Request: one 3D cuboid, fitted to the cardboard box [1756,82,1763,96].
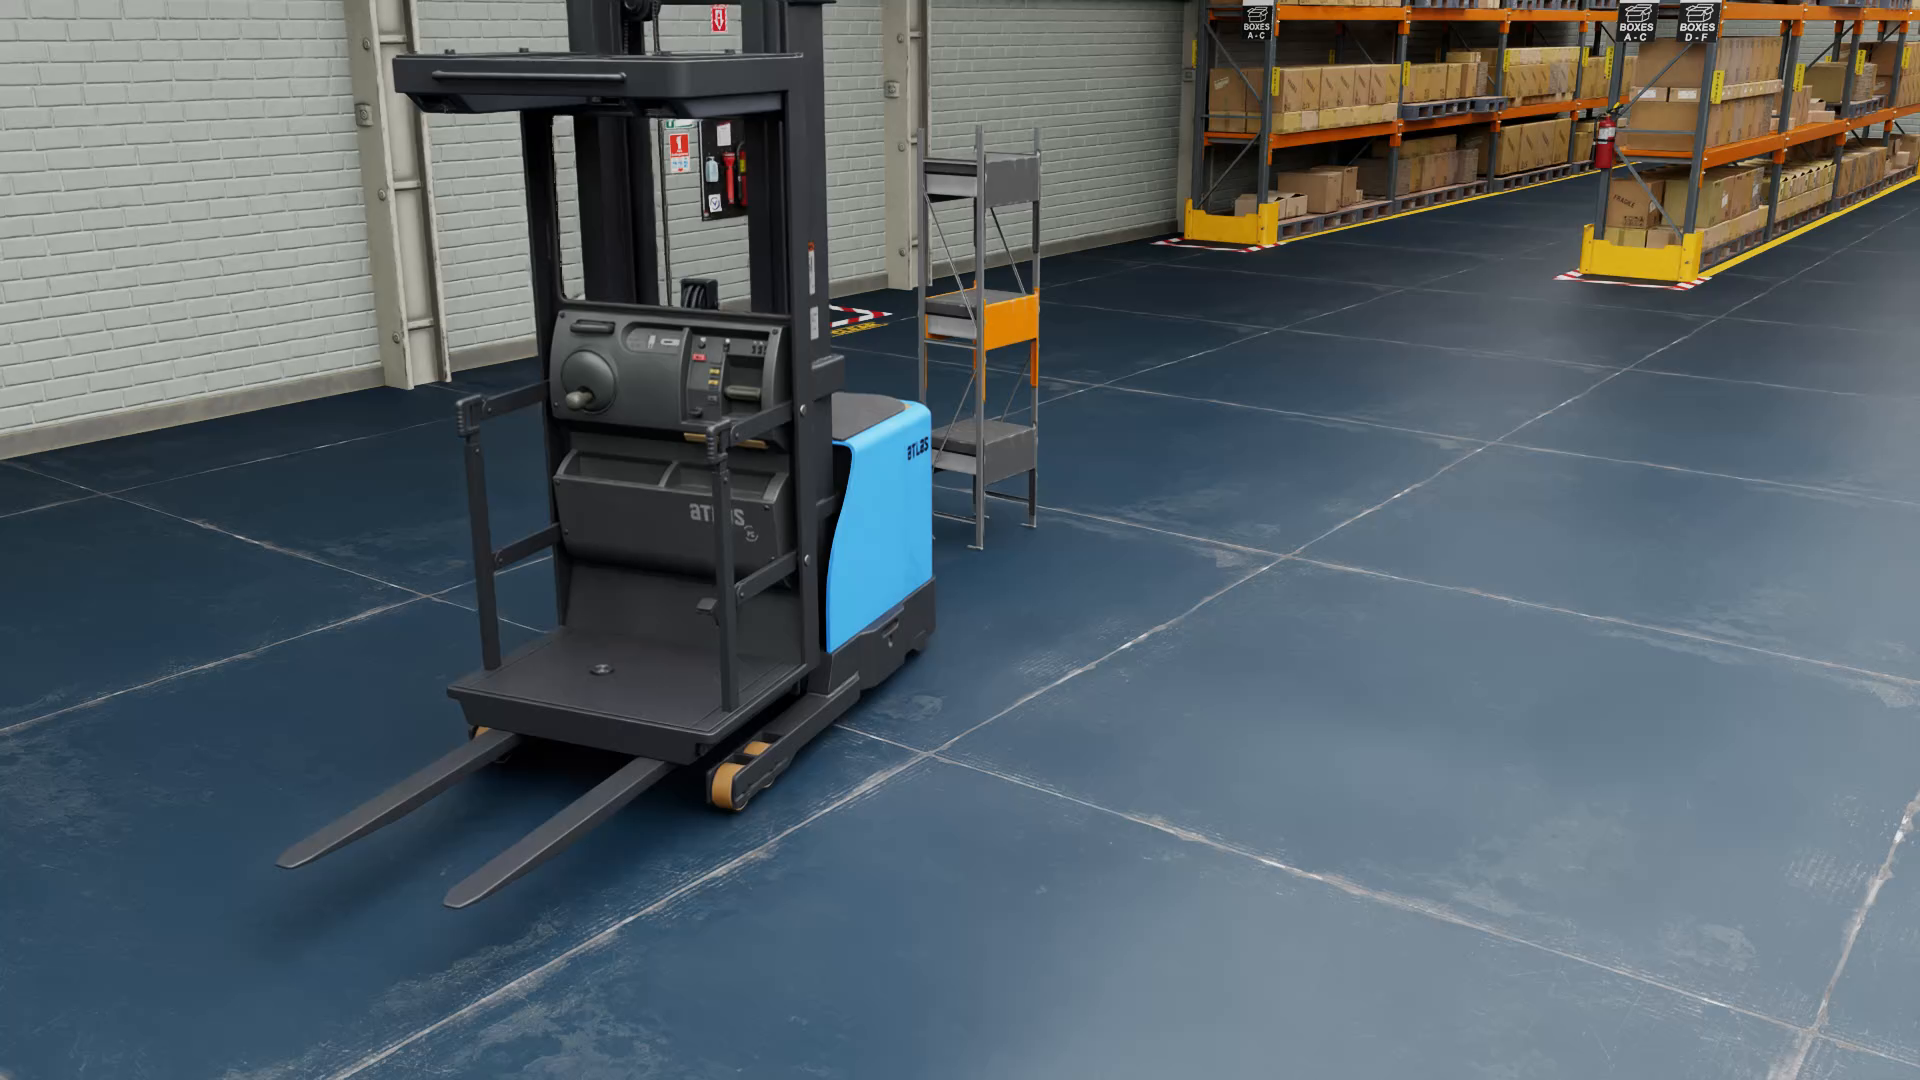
[{"bbox_3d":[9.095,-5.250,19.330,0.380,0.149,0.250,12,21,34],"label":"cardboard box"}]

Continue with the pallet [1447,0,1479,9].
[{"bbox_3d":[6.781,-7.830,24.160,1.213,0.211,1.003,12,21,35],"label":"pallet"}]

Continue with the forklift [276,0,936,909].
[{"bbox_3d":[-1.137,-0.607,5.756,1.130,2.935,3.031,7,19,21],"label":"forklift"}]

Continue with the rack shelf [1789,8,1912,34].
[{"bbox_3d":[13.268,-7.755,24.815,1.077,0.370,4.000,12,21,35],"label":"rack shelf"}]

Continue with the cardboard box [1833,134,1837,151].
[{"bbox_3d":[13.380,-6.207,25.882,0.500,0.250,0.500,12,21,35],"label":"cardboard box"}]

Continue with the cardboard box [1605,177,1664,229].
[{"bbox_3d":[7.390,-3.711,18.298,0.500,0.500,0.500,12,21,35],"label":"cardboard box"}]

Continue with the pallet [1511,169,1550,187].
[{"bbox_3d":[9.353,-6.197,28.342,1.003,0.211,1.213,12,21,35],"label":"pallet"}]

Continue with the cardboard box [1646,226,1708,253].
[{"bbox_3d":[7.808,-3.261,18.114,0.500,0.250,0.500,12,21,35],"label":"cardboard box"}]

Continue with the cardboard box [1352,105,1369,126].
[{"bbox_3d":[5.083,-5.644,22.079,0.500,0.250,0.500,12,21,34],"label":"cardboard box"}]

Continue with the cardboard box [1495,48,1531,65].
[{"bbox_3d":[8.893,-7.813,26.876,0.500,0.250,0.500,12,21,34],"label":"cardboard box"}]

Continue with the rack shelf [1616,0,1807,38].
[{"bbox_3d":[8.501,-5.850,18.679,1.077,0.370,4.000,12,21,35],"label":"rack shelf"}]

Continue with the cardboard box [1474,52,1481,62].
[{"bbox_3d":[7.914,-7.545,25.977,0.380,0.149,0.250,9,20,28],"label":"cardboard box"}]

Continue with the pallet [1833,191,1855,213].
[{"bbox_3d":[12.551,-5.030,24.584,1.003,0.211,1.213,12,21,35],"label":"pallet"}]

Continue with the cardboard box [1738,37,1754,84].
[{"bbox_3d":[8.537,-5.439,18.845,0.700,0.500,0.500,12,21,35],"label":"cardboard box"}]

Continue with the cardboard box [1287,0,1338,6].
[{"bbox_3d":[4.384,-6.930,20.743,0.500,0.500,0.500,14,22,37],"label":"cardboard box"}]

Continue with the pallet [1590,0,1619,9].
[{"bbox_3d":[11.702,-9.890,30.625,1.003,0.211,1.213,12,21,35],"label":"pallet"}]

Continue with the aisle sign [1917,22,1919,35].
[{"bbox_3d":[17.130,-9.299,29.248,0.394,0.787,0.004,12,21,35],"label":"aisle sign"}]

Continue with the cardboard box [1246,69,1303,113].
[{"bbox_3d":[3.855,-5.516,20.403,0.500,0.500,0.500,12,21,35],"label":"cardboard box"}]

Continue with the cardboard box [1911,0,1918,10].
[{"bbox_3d":[14.948,-8.576,26.497,0.500,0.250,0.500,12,21,35],"label":"cardboard box"}]

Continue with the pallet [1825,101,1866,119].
[{"bbox_3d":[12.424,-6.272,24.208,1.213,0.211,1.003,12,21,35],"label":"pallet"}]

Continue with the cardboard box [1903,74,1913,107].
[{"bbox_3d":[15.285,-7.386,27.303,0.500,0.500,0.500,13,21,36],"label":"cardboard box"}]

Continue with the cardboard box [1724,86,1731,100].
[{"bbox_3d":[8.173,-4.880,18.138,0.380,0.149,0.250,12,21,34],"label":"cardboard box"}]

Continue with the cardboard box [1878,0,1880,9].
[{"bbox_3d":[12.923,-8.026,24.303,0.910,0.500,0.500,12,21,35],"label":"cardboard box"}]

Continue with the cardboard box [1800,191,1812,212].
[{"bbox_3d":[11.048,-4.543,22.245,0.500,0.250,0.500,13,21,36],"label":"cardboard box"}]

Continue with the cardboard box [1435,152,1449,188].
[{"bbox_3d":[7.035,-5.675,25.433,0.700,0.500,0.500,12,21,34],"label":"cardboard box"}]

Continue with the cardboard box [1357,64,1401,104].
[{"bbox_3d":[5.679,-6.241,22.737,0.500,0.500,0.500,12,21,35],"label":"cardboard box"}]

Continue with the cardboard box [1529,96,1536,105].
[{"bbox_3d":[9.383,-7.359,27.773,0.380,0.149,0.250,13,21,35],"label":"cardboard box"}]

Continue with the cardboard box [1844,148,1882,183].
[{"bbox_3d":[14.094,-5.875,26.077,0.500,0.500,0.500,13,21,35],"label":"cardboard box"}]

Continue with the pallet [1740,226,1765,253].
[{"bbox_3d":[9.185,-3.724,20.379,1.003,0.211,1.213,12,21,35],"label":"pallet"}]

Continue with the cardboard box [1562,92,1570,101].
[{"bbox_3d":[10.374,-7.712,28.910,0.380,0.149,0.250,13,21,36],"label":"cardboard box"}]

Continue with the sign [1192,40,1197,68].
[{"bbox_3d":[2.895,-5.966,20.412,0.100,0.325,0.005,12,21,35],"label":"sign"}]

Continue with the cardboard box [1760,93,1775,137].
[{"bbox_3d":[9.434,-5.178,20.193,0.700,0.500,0.500,12,21,33],"label":"cardboard box"}]

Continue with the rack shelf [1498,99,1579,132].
[{"bbox_3d":[9.287,-7.197,28.076,1.077,0.370,4.000,12,21,35],"label":"rack shelf"}]

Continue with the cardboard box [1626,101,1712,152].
[{"bbox_3d":[7.598,-4.441,17.819,0.700,0.500,0.500,12,21,35],"label":"cardboard box"}]

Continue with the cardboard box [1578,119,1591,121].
[{"bbox_3d":[11.685,-7.865,31.426,0.380,0.149,0.250,13,21,35],"label":"cardboard box"}]

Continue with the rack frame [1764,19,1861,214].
[{"bbox_3d":[12.076,-6.190,23.619,1.000,3.000,0.127,12,21,35],"label":"rack frame"}]

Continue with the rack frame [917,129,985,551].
[{"bbox_3d":[-0.047,-0.984,8.372,0.400,2.100,0.015,12,21,35],"label":"rack frame"}]

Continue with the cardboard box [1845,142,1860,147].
[{"bbox_3d":[14.571,-6.345,27.591,0.500,0.500,0.500,12,21,35],"label":"cardboard box"}]

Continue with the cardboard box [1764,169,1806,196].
[{"bbox_3d":[10.749,-4.689,21.767,0.500,0.311,0.500,12,21,33],"label":"cardboard box"}]

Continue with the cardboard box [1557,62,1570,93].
[{"bbox_3d":[10.110,-7.939,28.547,0.500,0.500,0.500,13,21,35],"label":"cardboard box"}]

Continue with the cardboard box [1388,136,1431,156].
[{"bbox_3d":[6.704,-5.895,24.876,0.500,0.250,0.500,12,21,33],"label":"cardboard box"}]

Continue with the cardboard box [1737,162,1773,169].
[{"bbox_3d":[10.916,-5.025,22.849,0.500,0.311,0.500,12,21,33],"label":"cardboard box"}]

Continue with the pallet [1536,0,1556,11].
[{"bbox_3d":[9.101,-8.837,27.402,1.003,0.211,1.213,14,22,37],"label":"pallet"}]

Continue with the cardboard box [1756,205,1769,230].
[{"bbox_3d":[9.592,-3.976,20.417,0.500,0.250,0.500,12,21,35],"label":"cardboard box"}]

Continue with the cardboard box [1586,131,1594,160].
[{"bbox_3d":[11.309,-7.303,30.710,0.700,0.500,0.500,12,21,34],"label":"cardboard box"}]

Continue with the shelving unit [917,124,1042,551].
[{"bbox_3d":[0.099,-1.042,8.559,0.431,2.100,0.503,12,21,35],"label":"shelving unit"}]

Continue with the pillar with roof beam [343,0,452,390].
[{"bbox_3d":[-0.641,-4.725,8.785,9.100,9.000,0.400,12,21,35],"label":"pillar with roof beam"}]

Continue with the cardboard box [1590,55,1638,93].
[{"bbox_3d":[12.566,-8.990,32.130,0.980,0.700,0.700,14,22,37],"label":"cardboard box"}]

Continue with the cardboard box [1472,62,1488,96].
[{"bbox_3d":[7.824,-7.209,25.989,0.700,0.500,0.500,10,20,28],"label":"cardboard box"}]

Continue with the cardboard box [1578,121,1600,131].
[{"bbox_3d":[11.668,-7.668,30.790,0.380,0.149,0.250,12,21,33],"label":"cardboard box"}]

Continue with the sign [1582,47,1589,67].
[{"bbox_3d":[10.921,-8.439,29.042,0.100,0.325,0.005,12,21,35],"label":"sign"}]

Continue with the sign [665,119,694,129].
[{"bbox_3d":[-2.429,-3.624,14.402,0.001,0.109,0.331,12,21,35],"label":"sign"}]

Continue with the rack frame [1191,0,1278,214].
[{"bbox_3d":[3.329,-5.159,20.299,1.000,3.000,0.127,12,21,35],"label":"rack frame"}]

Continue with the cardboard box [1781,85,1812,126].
[{"bbox_3d":[11.090,-5.835,22.308,0.500,0.500,0.500,11,20,32],"label":"cardboard box"}]

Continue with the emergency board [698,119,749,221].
[{"bbox_3d":[-2.027,-3.468,14.853,0.194,1.169,0.643,12,21,35],"label":"emergency board"}]
